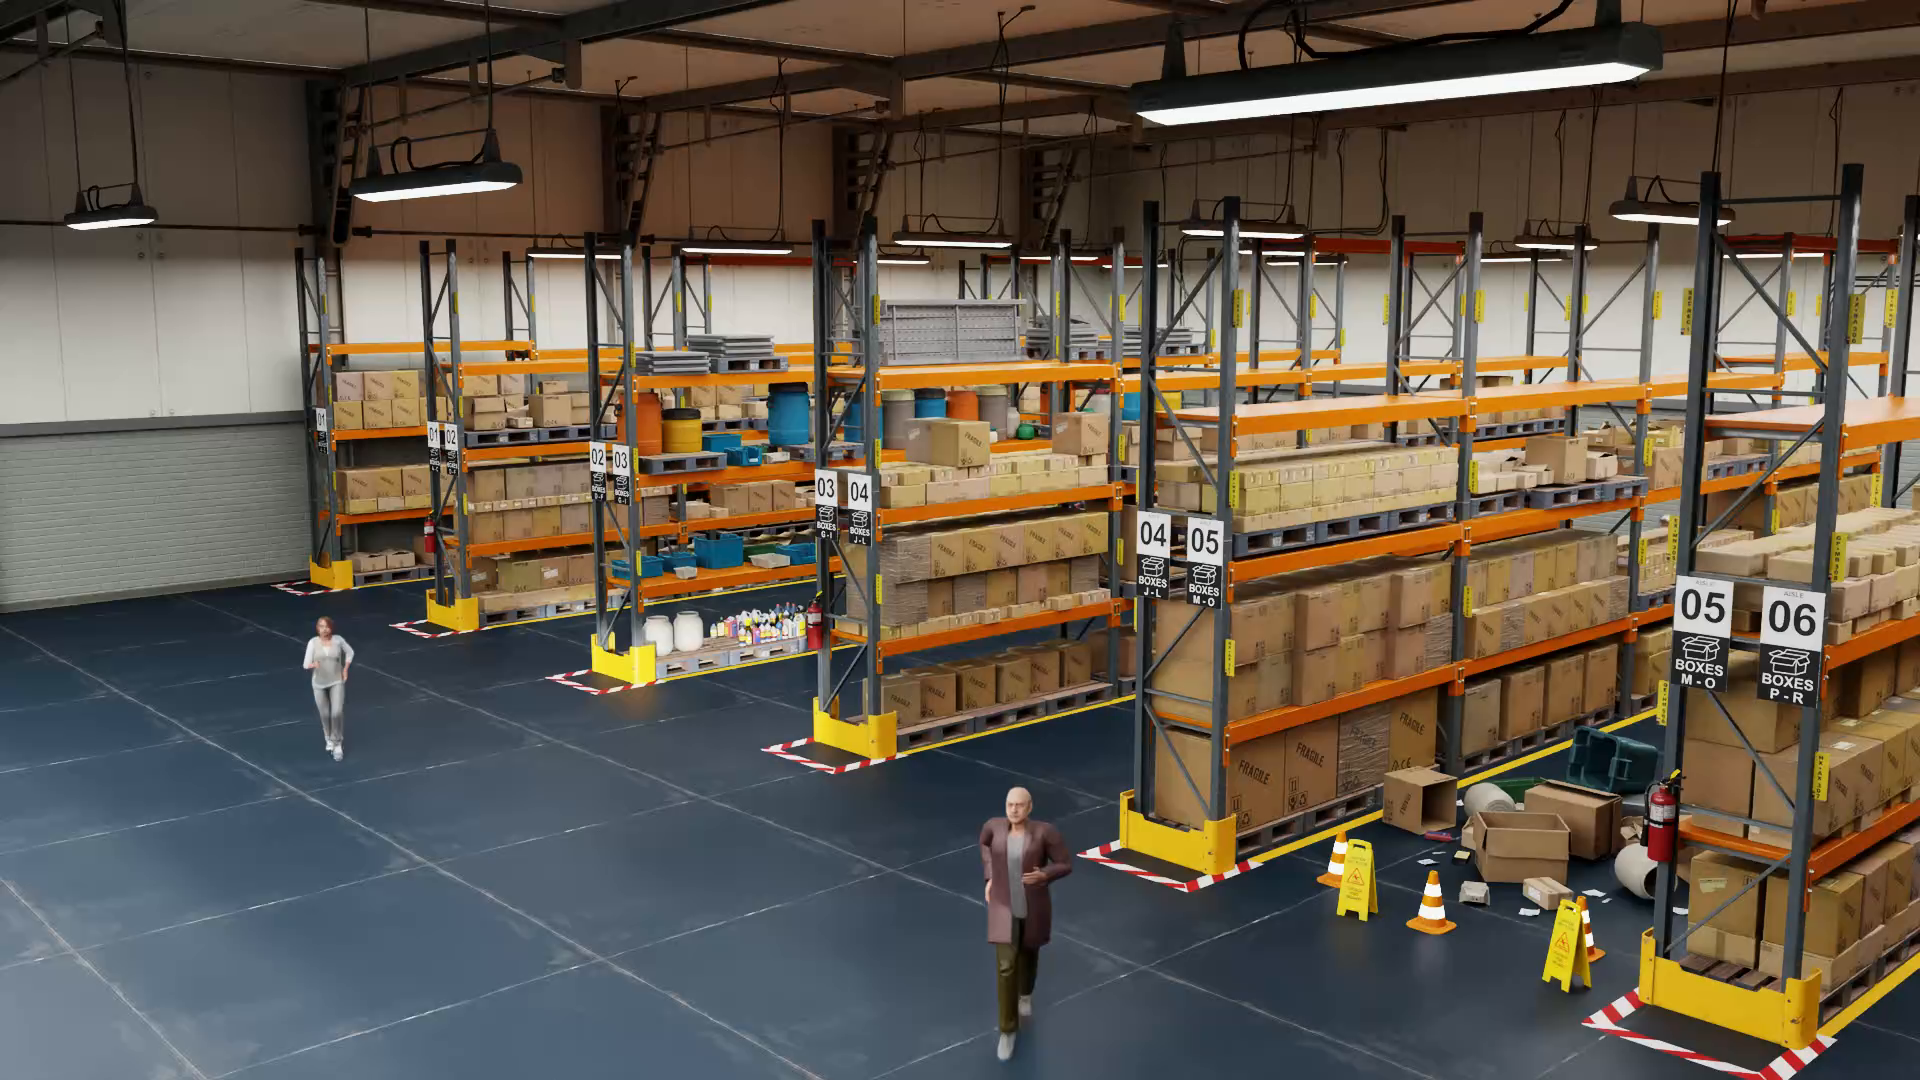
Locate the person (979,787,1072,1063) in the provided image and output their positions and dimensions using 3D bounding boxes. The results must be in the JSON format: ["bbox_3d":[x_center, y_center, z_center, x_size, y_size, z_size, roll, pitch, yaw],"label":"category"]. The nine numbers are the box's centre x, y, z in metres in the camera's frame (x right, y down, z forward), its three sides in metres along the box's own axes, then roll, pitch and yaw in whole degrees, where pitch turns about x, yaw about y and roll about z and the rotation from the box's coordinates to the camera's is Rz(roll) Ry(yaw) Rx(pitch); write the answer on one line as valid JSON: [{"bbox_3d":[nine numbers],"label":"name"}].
[{"bbox_3d":[0.446,2.646,11.624,0.675,1.741,0.935,1,8,7],"label":"person"}]

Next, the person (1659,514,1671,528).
[{"bbox_3d":[11.031,0.484,26.066,0.626,1.801,0.712,-6,11,-37],"label":"person"}]

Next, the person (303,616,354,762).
[{"bbox_3d":[-7.067,1.667,18.635,0.514,1.602,0.661,-2,9,-15],"label":"person"}]
